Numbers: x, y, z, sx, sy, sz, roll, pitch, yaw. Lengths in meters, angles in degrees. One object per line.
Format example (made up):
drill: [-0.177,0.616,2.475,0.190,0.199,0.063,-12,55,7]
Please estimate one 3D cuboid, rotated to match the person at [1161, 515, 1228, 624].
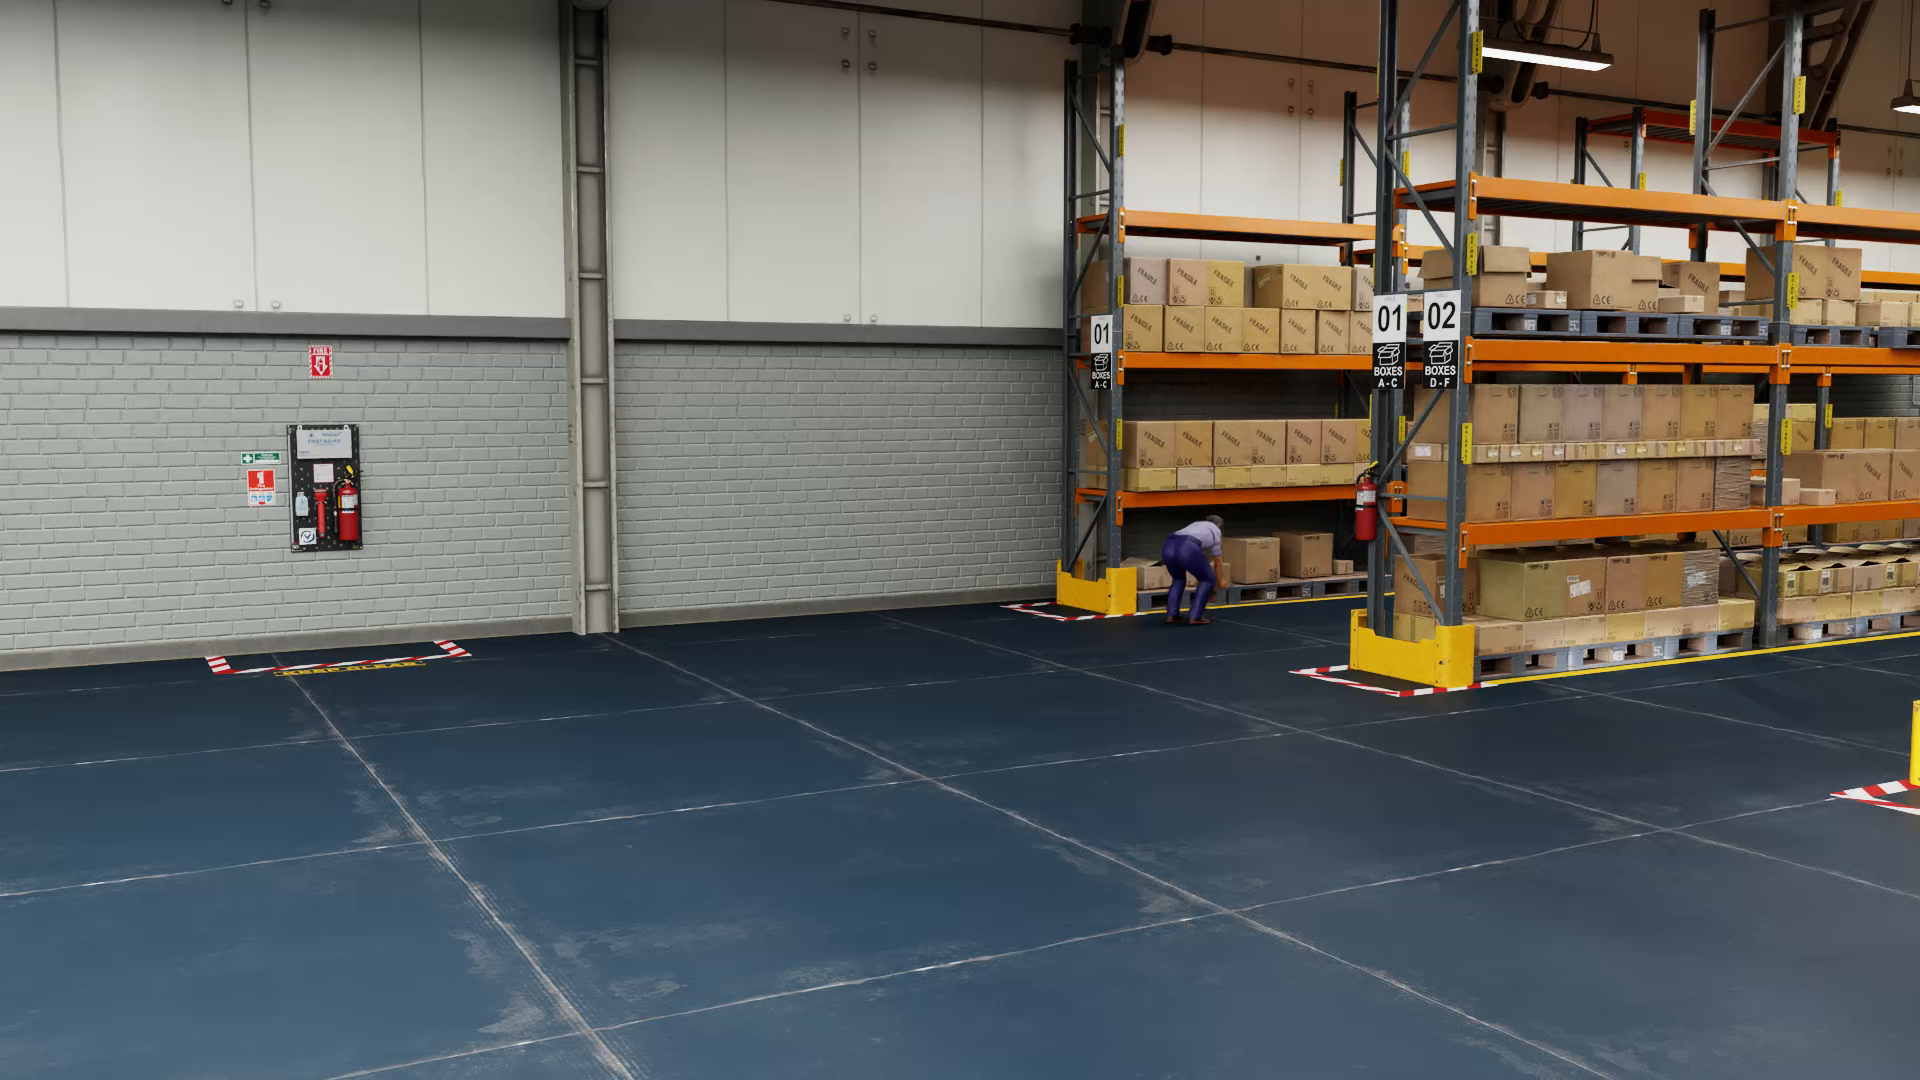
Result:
person: [2.475,0.306,17.255,0.476,1.103,0.824,5,7,42]
